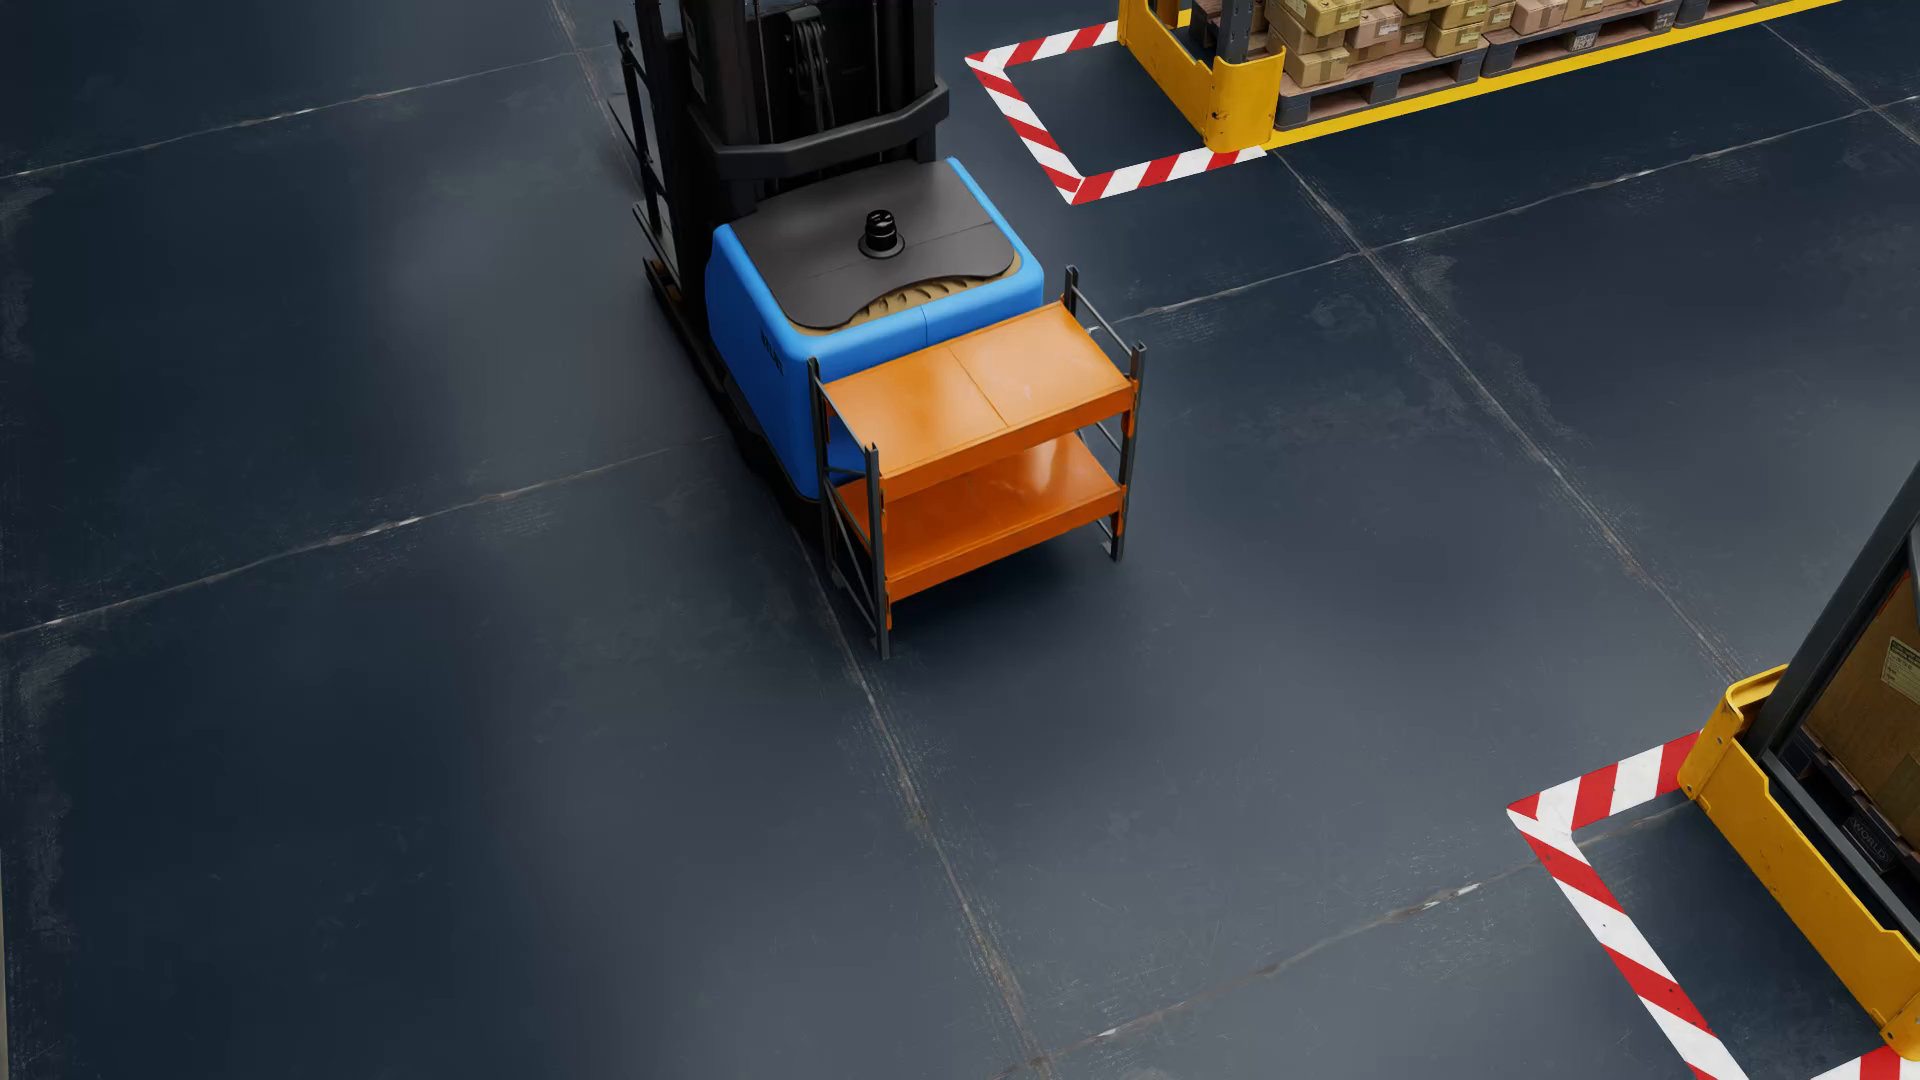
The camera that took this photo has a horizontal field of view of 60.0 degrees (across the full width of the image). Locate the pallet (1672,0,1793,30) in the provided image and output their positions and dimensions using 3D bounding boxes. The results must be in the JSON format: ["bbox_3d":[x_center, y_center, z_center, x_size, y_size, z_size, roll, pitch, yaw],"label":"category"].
[{"bbox_3d":[4.223,-3.334,9.314,1.213,0.211,1.003,-17,52,-14],"label":"pallet"}]

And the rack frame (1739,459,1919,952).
[{"bbox_3d":[2.910,0.200,4.441,0.127,3.000,1.000,-17,52,-14],"label":"rack frame"}]

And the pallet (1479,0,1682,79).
[{"bbox_3d":[3.092,-2.981,9.011,1.213,0.211,1.003,-17,52,-14],"label":"pallet"}]

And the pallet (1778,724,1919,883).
[{"bbox_3d":[3.621,0.825,5.744,1.213,0.211,1.003,-17,52,-14],"label":"pallet"}]

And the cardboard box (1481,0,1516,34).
[{"bbox_3d":[2.651,-2.791,8.612,0.250,0.149,0.380,-17,51,-14],"label":"cardboard box"}]

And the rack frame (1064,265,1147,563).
[{"bbox_3d":[0.508,-0.447,6.233,0.032,1.125,0.500,-22,53,-18],"label":"rack frame"}]

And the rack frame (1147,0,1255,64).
[{"bbox_3d":[1.128,-3.312,7.458,0.127,3.000,1.000,-17,52,-14],"label":"rack frame"}]

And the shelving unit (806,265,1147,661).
[{"bbox_3d":[0.058,-0.268,6.079,1.048,1.125,0.538,-22,53,-18],"label":"shelving unit"}]

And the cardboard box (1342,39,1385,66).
[{"bbox_3d":[1.946,-2.578,8.430,0.250,0.149,0.380,-17,52,-14],"label":"cardboard box"}]

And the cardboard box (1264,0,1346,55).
[{"bbox_3d":[1.711,-2.587,8.242,0.250,0.149,0.380,-15,51,-13],"label":"cardboard box"}]

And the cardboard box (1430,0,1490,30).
[{"bbox_3d":[2.457,-2.756,8.386,0.250,0.149,0.380,-16,51,-13],"label":"cardboard box"}]

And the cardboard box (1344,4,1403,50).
[{"bbox_3d":[1.985,-2.626,8.275,0.250,0.149,0.380,-17,52,-14],"label":"cardboard box"}]

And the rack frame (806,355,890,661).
[{"bbox_3d":[-0.392,-0.088,5.925,0.032,1.125,0.500,-22,53,-18],"label":"rack frame"}]

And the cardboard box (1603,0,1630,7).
[{"bbox_3d":[3.372,-2.991,8.785,0.250,0.149,0.380,-16,51,-14],"label":"cardboard box"}]

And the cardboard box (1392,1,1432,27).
[{"bbox_3d":[2.179,-2.758,8.389,0.250,0.149,0.380,-17,51,-14],"label":"cardboard box"}]

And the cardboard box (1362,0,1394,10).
[{"bbox_3d":[1.952,-2.789,8.219,0.250,0.149,0.380,-16,51,-14],"label":"cardboard box"}]

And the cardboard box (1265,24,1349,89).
[{"bbox_3d":[1.734,-2.446,8.316,0.250,0.149,0.380,-16,51,-14],"label":"cardboard box"}]

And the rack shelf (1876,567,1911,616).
[{"bbox_3d":[4.762,-0.139,5.207,4.000,0.370,1.077,-17,52,-14],"label":"rack shelf"}]

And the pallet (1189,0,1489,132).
[{"bbox_3d":[1.964,-2.634,8.713,1.213,0.211,1.003,-17,52,-14],"label":"pallet"}]

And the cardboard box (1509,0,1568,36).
[{"bbox_3d":[2.915,-2.801,8.621,0.250,0.149,0.380,-20,52,-16],"label":"cardboard box"}]

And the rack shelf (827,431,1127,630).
[{"bbox_3d":[0.058,-0.108,6.265,1.000,0.278,0.538,-22,53,-18],"label":"rack shelf"}]

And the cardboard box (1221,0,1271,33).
[{"bbox_3d":[1.537,-2.818,8.636,0.250,0.149,0.380,-16,51,-14],"label":"cardboard box"}]

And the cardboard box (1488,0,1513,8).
[{"bbox_3d":[2.667,-2.899,8.509,0.250,0.149,0.380,-19,52,-16],"label":"cardboard box"}]

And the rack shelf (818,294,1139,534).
[{"bbox_3d":[0.058,-0.458,5.857,1.000,0.278,0.538,-22,53,-18],"label":"rack shelf"}]

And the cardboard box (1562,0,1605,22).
[{"bbox_3d":[3.161,-2.899,8.705,0.250,0.149,0.380,-17,52,-14],"label":"cardboard box"}]

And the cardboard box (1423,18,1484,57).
[{"bbox_3d":[2.451,-2.651,8.492,0.250,0.149,0.380,-17,51,-14],"label":"cardboard box"}]

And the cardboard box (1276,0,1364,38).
[{"bbox_3d":[1.742,-2.626,8.079,0.250,0.149,0.380,-19,52,-16],"label":"cardboard box"}]

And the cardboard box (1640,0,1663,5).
[{"bbox_3d":[3.639,-3.019,8.808,0.250,0.149,0.380,-17,52,-14],"label":"cardboard box"}]

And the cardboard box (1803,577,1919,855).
[{"bbox_3d":[3.472,0.516,5.294,0.875,0.875,0.875,-17,52,-14],"label":"cardboard box"}]

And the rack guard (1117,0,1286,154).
[{"bbox_3d":[1.199,-2.520,8.425,0.348,0.500,1.175,-17,52,-14],"label":"rack guard"}]

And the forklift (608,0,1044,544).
[{"bbox_3d":[-0.771,-2.074,6.440,1.130,2.935,3.031,-20,52,-16],"label":"forklift"}]

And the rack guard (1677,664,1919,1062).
[{"bbox_3d":[2.888,1.022,5.384,0.348,0.500,1.175,-17,52,-14],"label":"rack guard"}]

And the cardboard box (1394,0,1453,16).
[{"bbox_3d":[2.233,-2.771,8.204,0.250,0.149,0.380,-17,52,-14],"label":"cardboard box"}]

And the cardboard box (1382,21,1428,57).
[{"bbox_3d":[2.173,-2.654,8.495,0.250,0.149,0.380,-17,51,-14],"label":"cardboard box"}]
